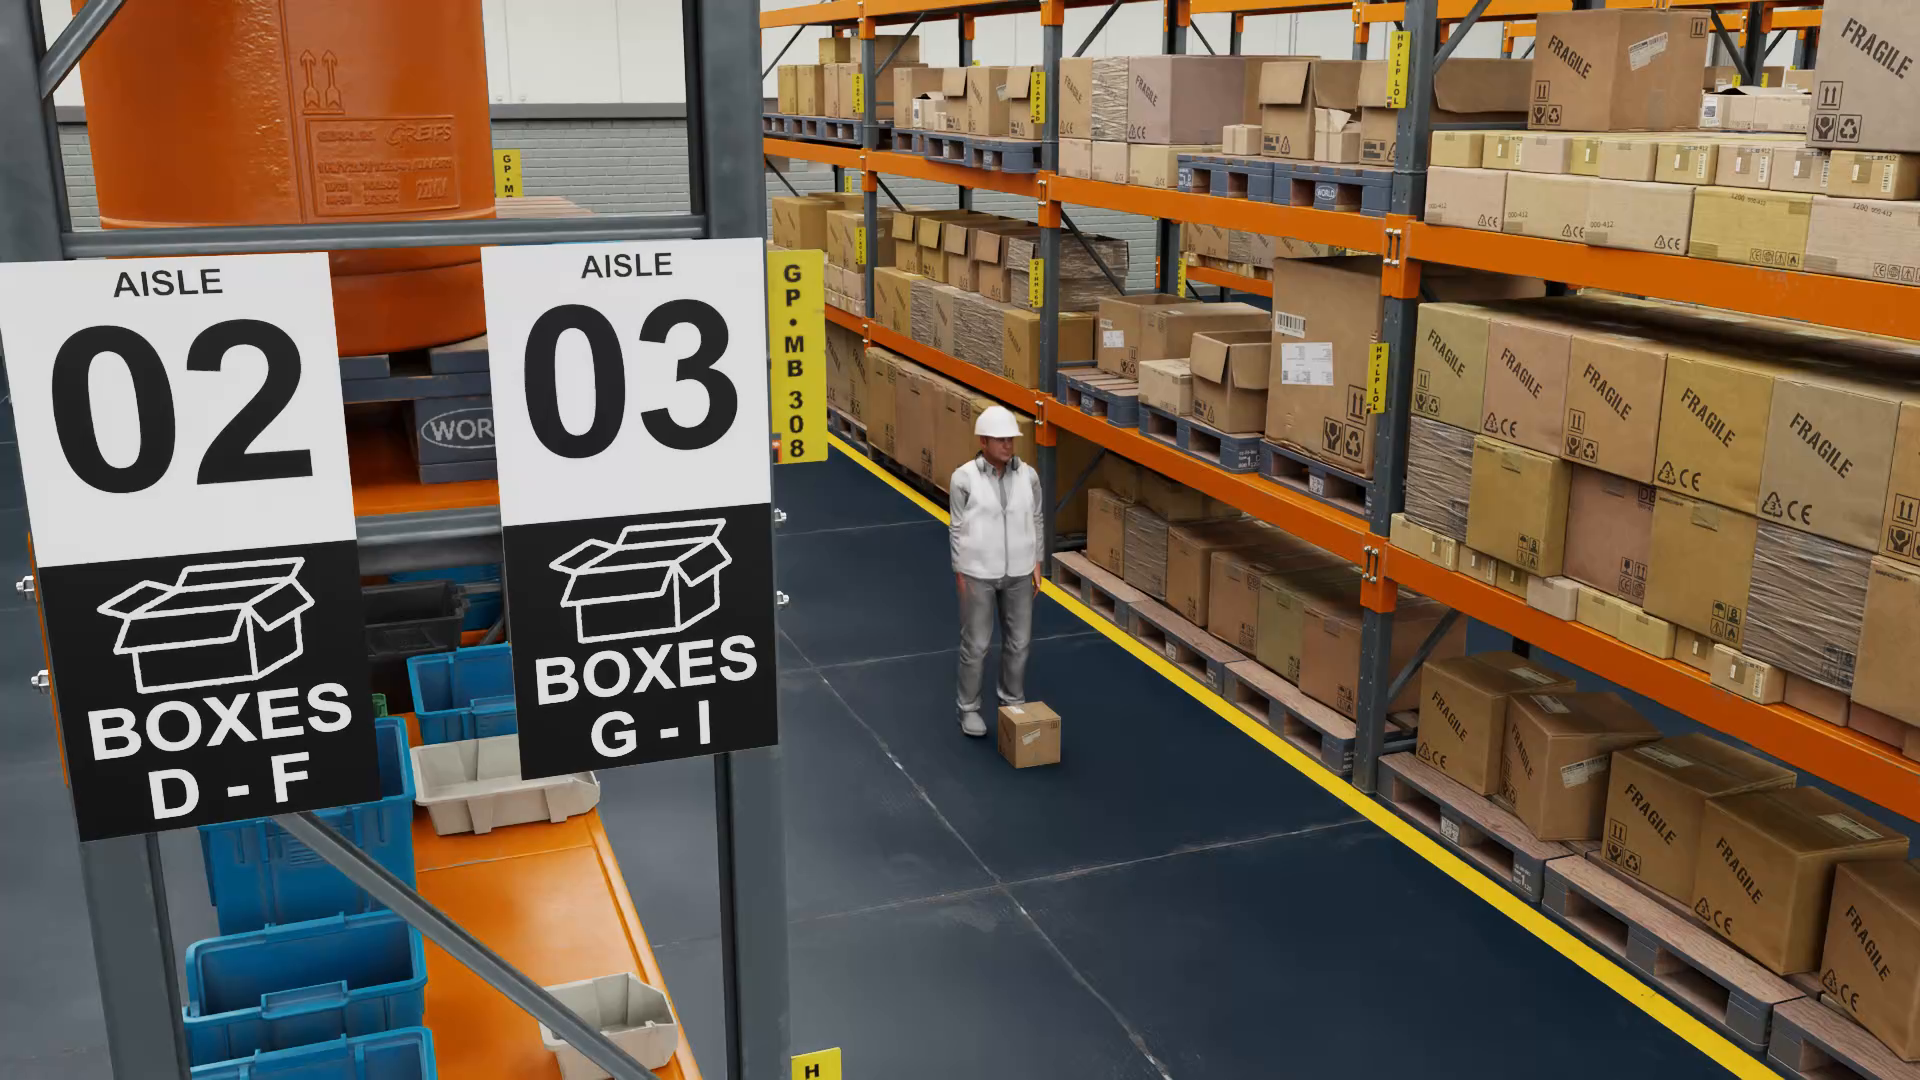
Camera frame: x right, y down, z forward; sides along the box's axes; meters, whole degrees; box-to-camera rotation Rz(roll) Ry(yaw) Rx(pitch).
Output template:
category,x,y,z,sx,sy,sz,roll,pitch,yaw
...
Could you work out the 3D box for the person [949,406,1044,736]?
category,x,y,z,sx,sy,sz,roll,pitch,yaw
person,0.206,0.161,8.902,0.532,1.768,0.360,-5,16,-19
